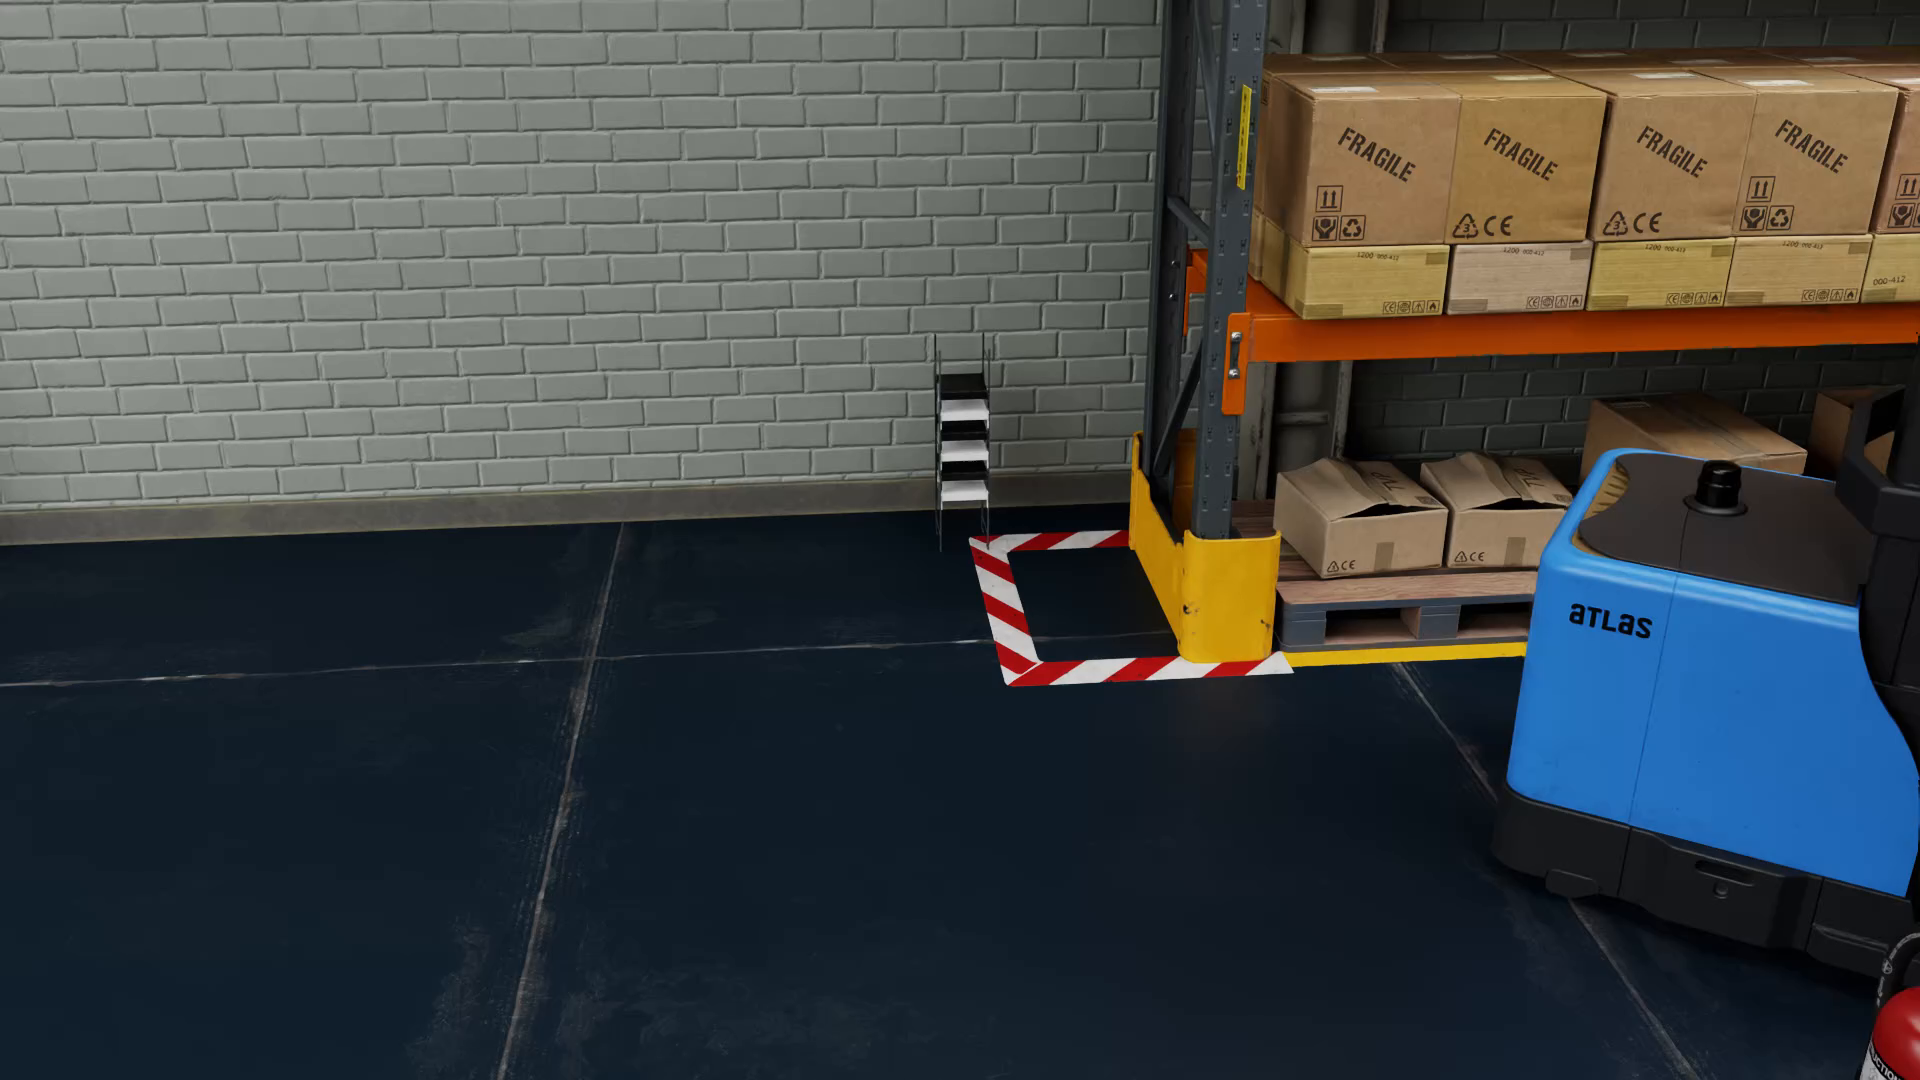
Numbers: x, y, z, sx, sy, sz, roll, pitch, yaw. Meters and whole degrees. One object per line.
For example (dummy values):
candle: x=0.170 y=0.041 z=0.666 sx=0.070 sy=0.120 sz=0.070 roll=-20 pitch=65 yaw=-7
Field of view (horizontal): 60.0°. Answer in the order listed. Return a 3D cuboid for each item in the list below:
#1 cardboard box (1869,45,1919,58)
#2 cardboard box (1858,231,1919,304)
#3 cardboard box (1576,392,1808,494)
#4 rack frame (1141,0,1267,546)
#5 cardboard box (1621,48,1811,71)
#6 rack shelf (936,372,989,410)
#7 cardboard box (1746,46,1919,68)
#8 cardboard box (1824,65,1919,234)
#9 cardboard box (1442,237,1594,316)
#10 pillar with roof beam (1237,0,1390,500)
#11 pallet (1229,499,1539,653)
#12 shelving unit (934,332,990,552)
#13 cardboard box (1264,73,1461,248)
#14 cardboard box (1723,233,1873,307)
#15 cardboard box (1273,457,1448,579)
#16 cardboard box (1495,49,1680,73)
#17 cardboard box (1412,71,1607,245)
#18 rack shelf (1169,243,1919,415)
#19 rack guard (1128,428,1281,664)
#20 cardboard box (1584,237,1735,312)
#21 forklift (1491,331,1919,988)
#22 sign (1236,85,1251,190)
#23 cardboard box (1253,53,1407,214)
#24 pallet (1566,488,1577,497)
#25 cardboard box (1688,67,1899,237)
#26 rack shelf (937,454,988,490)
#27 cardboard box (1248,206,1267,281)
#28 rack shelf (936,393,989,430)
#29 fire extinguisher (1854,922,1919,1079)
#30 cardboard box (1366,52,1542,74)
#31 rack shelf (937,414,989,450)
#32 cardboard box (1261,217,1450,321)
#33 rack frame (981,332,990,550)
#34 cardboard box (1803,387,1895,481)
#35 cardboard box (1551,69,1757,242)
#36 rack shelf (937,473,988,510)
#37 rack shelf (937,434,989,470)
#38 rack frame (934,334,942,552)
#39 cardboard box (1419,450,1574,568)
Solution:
cardboard box: x=3.856 y=-1.636 z=6.475 sx=0.500 sy=0.500 sz=0.500 roll=-2 pitch=24 yaw=-5
cardboard box: x=3.422 y=-1.063 z=6.108 sx=0.500 sy=0.250 sz=0.500 roll=-2 pitch=24 yaw=-5
cardboard box: x=2.878 y=-0.229 z=6.608 sx=0.500 sy=0.500 sz=0.700 roll=-4 pitch=24 yaw=-8
rack frame: x=0.878 y=-1.147 z=6.137 sx=0.127 sy=3.000 sz=1.000 roll=-2 pitch=24 yaw=-5
cardboard box: x=2.844 y=-1.594 z=6.379 sx=0.500 sy=0.500 sz=0.500 roll=-2 pitch=24 yaw=-4
rack shelf: x=0.008 y=-0.628 z=6.972 sx=0.200 sy=0.077 sz=0.258 roll=-2 pitch=24 yaw=-5
cardboard box: x=3.359 y=-1.619 z=6.436 sx=0.500 sy=0.500 sz=0.500 roll=-2 pitch=24 yaw=-4
cardboard box: x=3.421 y=-1.408 z=5.962 sx=0.500 sy=0.500 sz=0.500 roll=-3 pitch=24 yaw=-7
cardboard box: x=1.911 y=-1.005 z=5.979 sx=0.500 sy=0.250 sz=0.500 roll=-3 pitch=24 yaw=-7
pillar with roof beam: x=1.913 y=-2.526 z=1.854 sx=0.400 sy=9.000 sz=9.100 roll=-2 pitch=24 yaw=-5
pallet: x=1.766 y=0.106 z=6.751 sx=1.213 sy=0.211 sz=1.003 roll=-2 pitch=24 yaw=-5
shelving unit: x=0.008 y=-0.412 z=7.068 sx=0.210 sy=0.900 sz=0.258 roll=-2 pitch=24 yaw=-5
cardboard box: x=1.383 y=-1.328 z=5.781 sx=0.500 sy=0.500 sz=0.500 roll=-2 pitch=24 yaw=-5
cardboard box: x=2.921 y=-1.042 z=6.062 sx=0.500 sy=0.250 sz=0.500 roll=-2 pitch=24 yaw=-5
cardboard box: x=1.576 y=-0.111 z=6.574 sx=0.500 sy=0.311 sz=0.500 roll=-5 pitch=24 yaw=-11
cardboard box: x=2.343 y=-1.573 z=6.334 sx=0.500 sy=0.500 sz=0.500 roll=-3 pitch=24 yaw=-7
cardboard box: x=1.876 y=-1.344 z=5.816 sx=0.500 sy=0.500 sz=0.500 roll=-2 pitch=24 yaw=-5
rack shelf: x=2.869 y=-0.898 z=6.463 sx=4.000 sy=0.370 sz=1.077 roll=-2 pitch=24 yaw=-5
rack guard: x=0.954 y=-0.008 z=6.652 sx=0.348 sy=0.500 sz=1.175 roll=-2 pitch=24 yaw=-5
cardboard box: x=2.418 y=-1.023 z=6.019 sx=0.500 sy=0.250 sz=0.500 roll=-3 pitch=24 yaw=-6
forklift: x=3.128 y=-0.205 z=4.103 sx=3.031 sy=2.935 sz=1.130 roll=13 pitch=27 yaw=27
sign: x=0.932 y=-1.323 z=5.468 sx=0.005 sy=0.325 sz=0.100 roll=-2 pitch=24 yaw=-5
cardboard box: x=1.327 y=-1.535 z=6.247 sx=0.500 sy=0.500 sz=0.500 roll=-3 pitch=24 yaw=-6
pallet: x=2.977 y=0.059 z=6.858 sx=1.213 sy=0.211 sz=1.003 roll=-2 pitch=24 yaw=-5
cardboard box: x=2.903 y=-1.387 z=5.914 sx=0.500 sy=0.500 sz=0.500 roll=-2 pitch=24 yaw=-3
rack shelf: x=0.008 y=-0.299 z=7.118 sx=0.200 sy=0.077 sz=0.258 roll=-2 pitch=24 yaw=-5
cardboard box: x=1.325 y=-1.185 z=6.382 sx=0.500 sy=0.250 sz=0.500 roll=-2 pitch=24 yaw=-4
rack shelf: x=0.008 y=-0.546 z=7.008 sx=0.200 sy=0.077 sz=0.258 roll=-2 pitch=24 yaw=-5
fire extinguisher: x=1.206 y=0.707 z=2.060 sx=0.183 sy=0.674 sz=0.296 roll=-2 pitch=24 yaw=-5
cardboard box: x=1.828 y=-1.551 z=6.283 sx=0.500 sy=0.500 sz=0.500 roll=-2 pitch=24 yaw=-4
rack shelf: x=0.008 y=-0.463 z=7.045 sx=0.200 sy=0.077 sz=0.258 roll=-2 pitch=24 yaw=-5
cardboard box: x=1.395 y=-0.979 z=5.919 sx=0.500 sy=0.250 sz=0.500 roll=-3 pitch=24 yaw=-7
rack frame: x=0.109 y=-0.416 z=7.077 sx=0.006 sy=0.900 sz=0.240 roll=-2 pitch=24 yaw=-5
cardboard box: x=3.830 y=-0.308 z=6.785 sx=0.500 sy=0.500 sz=0.500 roll=-4 pitch=24 yaw=-9
cardboard box: x=2.391 y=-1.362 z=5.857 sx=0.500 sy=0.500 sz=0.500 roll=-3 pitch=24 yaw=-7
rack shelf: x=0.008 y=-0.217 z=7.155 sx=0.200 sy=0.077 sz=0.258 roll=-2 pitch=24 yaw=-5
rack shelf: x=0.008 y=-0.381 z=7.081 sx=0.200 sy=0.077 sz=0.258 roll=-2 pitch=24 yaw=-5
rack frame: x=-0.093 y=-0.407 z=7.059 sx=0.006 sy=0.900 sz=0.240 roll=-2 pitch=24 yaw=-5
cardboard box: x=2.143 y=-0.133 z=6.626 sx=0.500 sy=0.311 sz=0.500 roll=0 pitch=24 yaw=-1
